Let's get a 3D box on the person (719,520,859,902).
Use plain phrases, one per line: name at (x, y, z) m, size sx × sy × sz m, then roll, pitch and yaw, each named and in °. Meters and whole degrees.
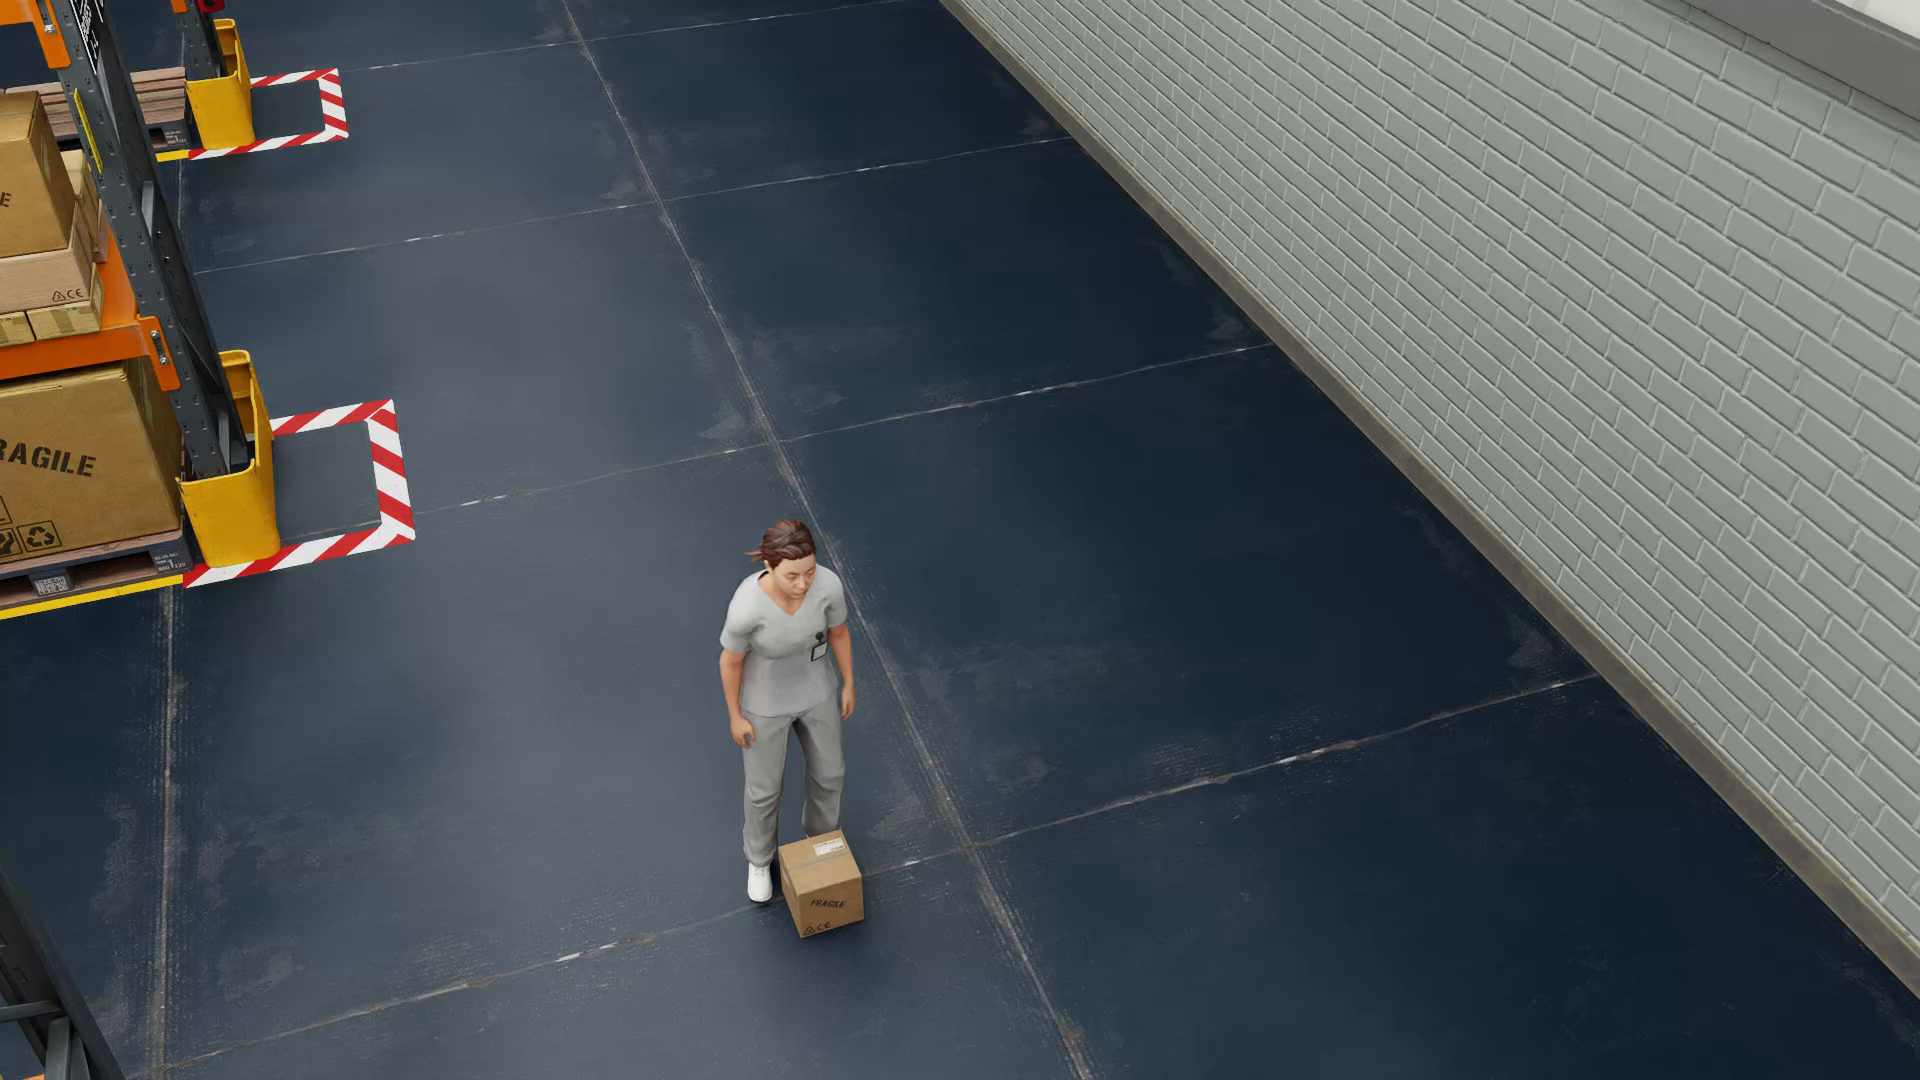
person at (-0.614, 0.592, 6.023) m, size 0.507 × 1.673 × 0.350 m, roll -14°, pitch 40°, yaw -17°
